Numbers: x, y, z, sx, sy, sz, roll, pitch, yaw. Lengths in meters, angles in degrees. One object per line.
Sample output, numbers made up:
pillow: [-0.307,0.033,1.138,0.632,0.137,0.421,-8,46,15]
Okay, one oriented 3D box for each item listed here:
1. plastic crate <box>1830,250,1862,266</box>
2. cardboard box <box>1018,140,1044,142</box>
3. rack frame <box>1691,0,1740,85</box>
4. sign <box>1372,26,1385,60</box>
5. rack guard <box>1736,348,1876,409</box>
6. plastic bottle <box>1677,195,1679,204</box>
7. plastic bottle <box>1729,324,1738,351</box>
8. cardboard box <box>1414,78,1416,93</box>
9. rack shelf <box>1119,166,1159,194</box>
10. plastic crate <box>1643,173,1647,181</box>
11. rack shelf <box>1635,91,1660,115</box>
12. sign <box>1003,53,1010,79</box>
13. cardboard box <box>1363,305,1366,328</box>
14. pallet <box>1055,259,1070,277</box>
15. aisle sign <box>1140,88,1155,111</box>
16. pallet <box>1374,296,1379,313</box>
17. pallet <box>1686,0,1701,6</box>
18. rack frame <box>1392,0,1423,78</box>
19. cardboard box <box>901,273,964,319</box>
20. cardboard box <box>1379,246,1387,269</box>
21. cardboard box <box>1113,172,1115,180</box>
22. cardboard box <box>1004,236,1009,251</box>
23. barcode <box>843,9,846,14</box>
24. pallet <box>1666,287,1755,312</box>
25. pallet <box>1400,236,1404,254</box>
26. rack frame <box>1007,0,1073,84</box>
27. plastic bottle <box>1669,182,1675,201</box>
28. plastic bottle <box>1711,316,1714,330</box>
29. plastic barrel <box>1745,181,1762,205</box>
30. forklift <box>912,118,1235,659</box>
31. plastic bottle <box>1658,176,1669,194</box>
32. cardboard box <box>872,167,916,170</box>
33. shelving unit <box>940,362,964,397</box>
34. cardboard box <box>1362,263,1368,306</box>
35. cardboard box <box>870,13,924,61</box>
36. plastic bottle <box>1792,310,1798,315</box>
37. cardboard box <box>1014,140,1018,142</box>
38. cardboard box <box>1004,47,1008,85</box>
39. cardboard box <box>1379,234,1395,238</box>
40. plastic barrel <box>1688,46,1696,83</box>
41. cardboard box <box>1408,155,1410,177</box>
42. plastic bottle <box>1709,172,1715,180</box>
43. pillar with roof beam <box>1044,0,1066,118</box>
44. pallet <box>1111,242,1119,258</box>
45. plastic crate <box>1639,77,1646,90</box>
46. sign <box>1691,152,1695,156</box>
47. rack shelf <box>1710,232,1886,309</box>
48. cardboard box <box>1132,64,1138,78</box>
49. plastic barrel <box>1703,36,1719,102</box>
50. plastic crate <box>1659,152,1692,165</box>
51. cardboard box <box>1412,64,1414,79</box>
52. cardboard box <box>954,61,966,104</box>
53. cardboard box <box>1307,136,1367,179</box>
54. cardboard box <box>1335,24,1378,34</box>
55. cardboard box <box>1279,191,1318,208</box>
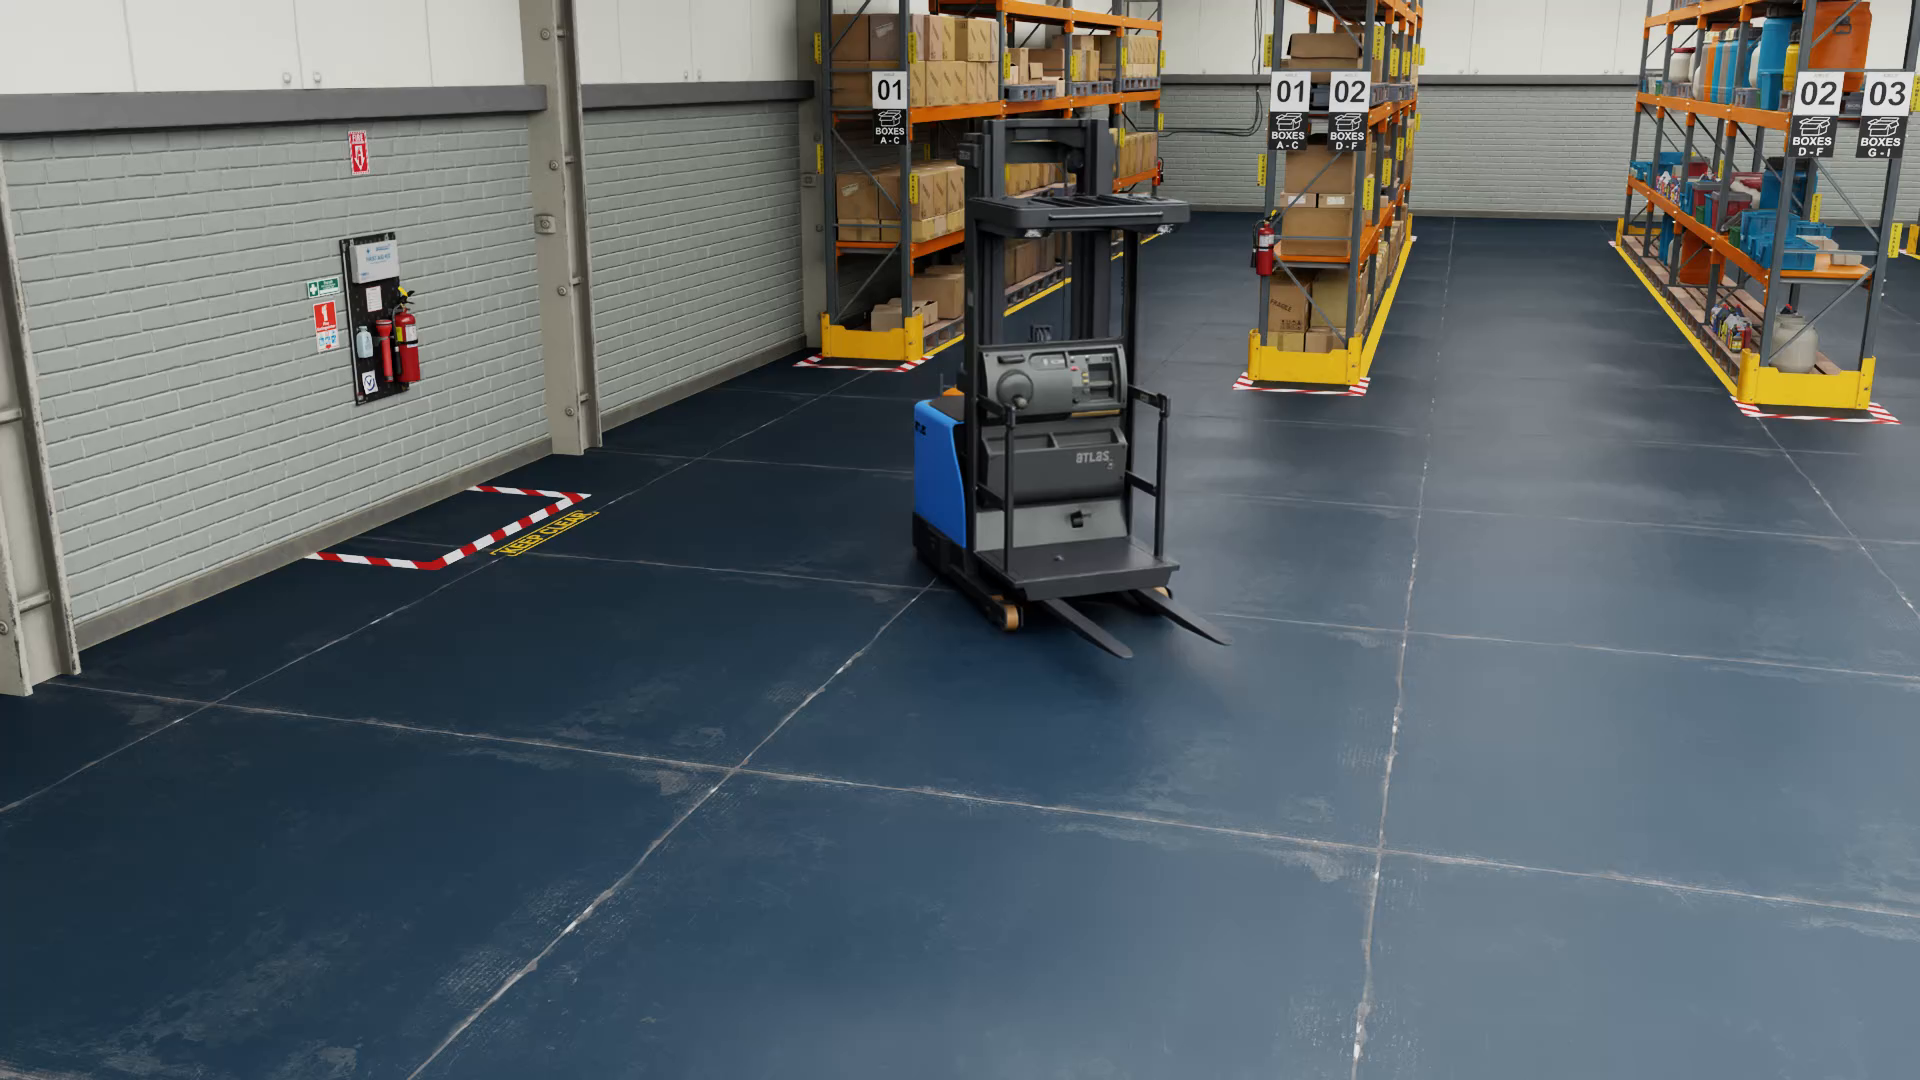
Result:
plastic crate: [9.017,-2.874,16.950,0.298,0.136,0.250,5,16,16]
cardboard box: [1.083,-6.047,25.474,0.380,0.149,0.250,2,16,7]
rack frame: [10.728,-7.771,22.737,1.000,3.000,0.127,5,16,16]
sign: [4.237,-5.034,16.837,0.100,0.325,0.005,5,16,16]
rack guard: [8.431,-1.613,16.600,1.175,0.500,0.348,5,16,16]
plastic bottle: [10.484,-4.957,24.173,0.097,0.201,0.097,0,16,0]
plastic bottle: [8.572,-2.243,18.413,0.061,0.283,0.133,5,17,17]
cardboard box: [8.078,-8.317,30.434,0.500,0.250,0.500,5,16,16]
rack shelf: [2.935,-6.877,31.896,1.077,0.370,4.000,5,16,16]
plastic crate: [12.072,-6.312,28.961,0.293,0.136,0.466,5,16,16]
rack shelf: [12.433,-7.552,28.778,1.077,0.370,4.000,5,16,16]
sign: [0.615,-6.259,21.953,0.100,0.325,0.005,5,16,16]
cardboard box: [4.642,-2.703,20.130,0.500,0.250,0.500,5,16,16]
pallet: [1.526,-4.512,27.351,1.003,0.211,1.213,5,16,16]
aisle sign: [3.811,-8.993,33.272,0.394,0.787,0.004,5,16,16]
pallet: [5.360,-3.398,23.423,1.003,0.211,1.213,5,16,16]
pallet: [10.963,-7.674,23.474,1.213,0.211,1.003,5,16,16]
rack frame: [8.254,-10.249,31.473,1.000,3.000,0.127,5,16,16]
cardboard box: [-0.343,-3.081,20.968,0.700,0.500,0.500,4,16,12]
cardboard box: [5.926,-4.127,24.123,0.500,0.311,0.500,4,16,15]
cardboard box: [2.542,-6.478,29.596,0.380,0.149,0.250,5,17,16]
cardboard box: [0.408,-4.286,23.844,0.500,0.250,0.500,4,16,15]
barcode: [-1.322,-6.046,19.035,0.001,0.075,0.075,5,16,16]
pallet: [10.471,-3.344,23.232,1.003,0.211,1.213,5,16,16]
pallet: [7.658,-5.475,30.745,1.003,0.211,1.213,5,16,16]
rack frame: [1.230,-8.539,25.445,1.000,3.000,0.127,5,16,16]
plastic bottle: [10.759,-5.267,25.115,0.061,0.283,0.133,5,16,16]
plastic bottle: [9.023,-2.601,19.826,0.097,0.201,0.097,0,16,0]
plastic barrel: [10.282,-4.329,21.346,0.433,0.535,0.433,0,16,0]
forklift: [0.659,-0.990,9.950,1.130,2.935,3.031,-6,17,-19]
plastic bottle: [11.264,-5.685,26.601,0.152,0.276,0.135,5,16,16]
cardboard box: [-0.818,-4.265,20.233,0.500,0.500,0.500,4,16,14]
shelving unit: [0.047,-0.621,11.818,0.258,1.200,0.503,5,16,16]
cardboard box: [4.629,-3.064,20.031,0.500,0.500,0.500,5,16,16]
cardboard box: [-0.702,-5.624,18.611,0.500,0.500,0.500,3,16,12]
plastic bottle: [9.538,-2.450,19.019,0.144,0.351,0.185,5,16,16]
cardboard box: [1.110,-6.354,26.594,0.500,0.250,0.500,5,17,17]
cardboard box: [0.325,-6.437,22.576,0.500,0.500,0.500,7,17,24]
cardboard box: [6.527,-4.514,26.020,0.500,0.500,0.500,4,16,14]
plastic barrel: [11.087,-7.071,24.746,0.433,0.535,0.433,0,16,0]
cardboard box: [7.953,-6.875,30.388,0.500,0.500,0.500,4,16,15]
plastic bottle: [11.917,-5.642,26.314,0.144,0.351,0.185,5,16,16]
pillar with roof beam: [5.863,-9.502,28.840,9.100,9.000,0.400,5,16,16]
pallet: [2.219,-5.151,29.601,1.003,0.211,1.213,5,16,16]
plastic crate: [12.625,-8.279,30.264,0.497,0.269,0.590,5,16,16]
sign: [13.534,-7.018,30.776,0.100,0.325,0.005,5,16,16]
rack shelf: [9.023,-2.969,18.119,1.077,0.370,4.000,5,16,16]
cardboard box: [2.974,-8.613,30.525,0.500,0.250,0.500,4,16,15]
plastic barrel: [10.101,-6.166,21.786,0.600,0.830,0.708,5,16,16]
plastic crate: [13.086,-6.922,30.561,0.616,0.435,0.499,5,16,16]
cardboard box: [7.634,-8.167,28.988,0.500,0.250,0.500,5,16,16]
cardboard box: [-0.247,-5.545,20.165,0.500,0.500,0.500,6,17,19]
cardboard box: [4.438,-4.516,19.693,0.700,0.500,0.500,5,16,16]
cardboard box: [5.056,-6.316,21.233,0.500,0.500,0.500,5,17,17]
cardboard box: [3.632,-3.652,17.836,0.380,0.149,0.250,4,16,15]
